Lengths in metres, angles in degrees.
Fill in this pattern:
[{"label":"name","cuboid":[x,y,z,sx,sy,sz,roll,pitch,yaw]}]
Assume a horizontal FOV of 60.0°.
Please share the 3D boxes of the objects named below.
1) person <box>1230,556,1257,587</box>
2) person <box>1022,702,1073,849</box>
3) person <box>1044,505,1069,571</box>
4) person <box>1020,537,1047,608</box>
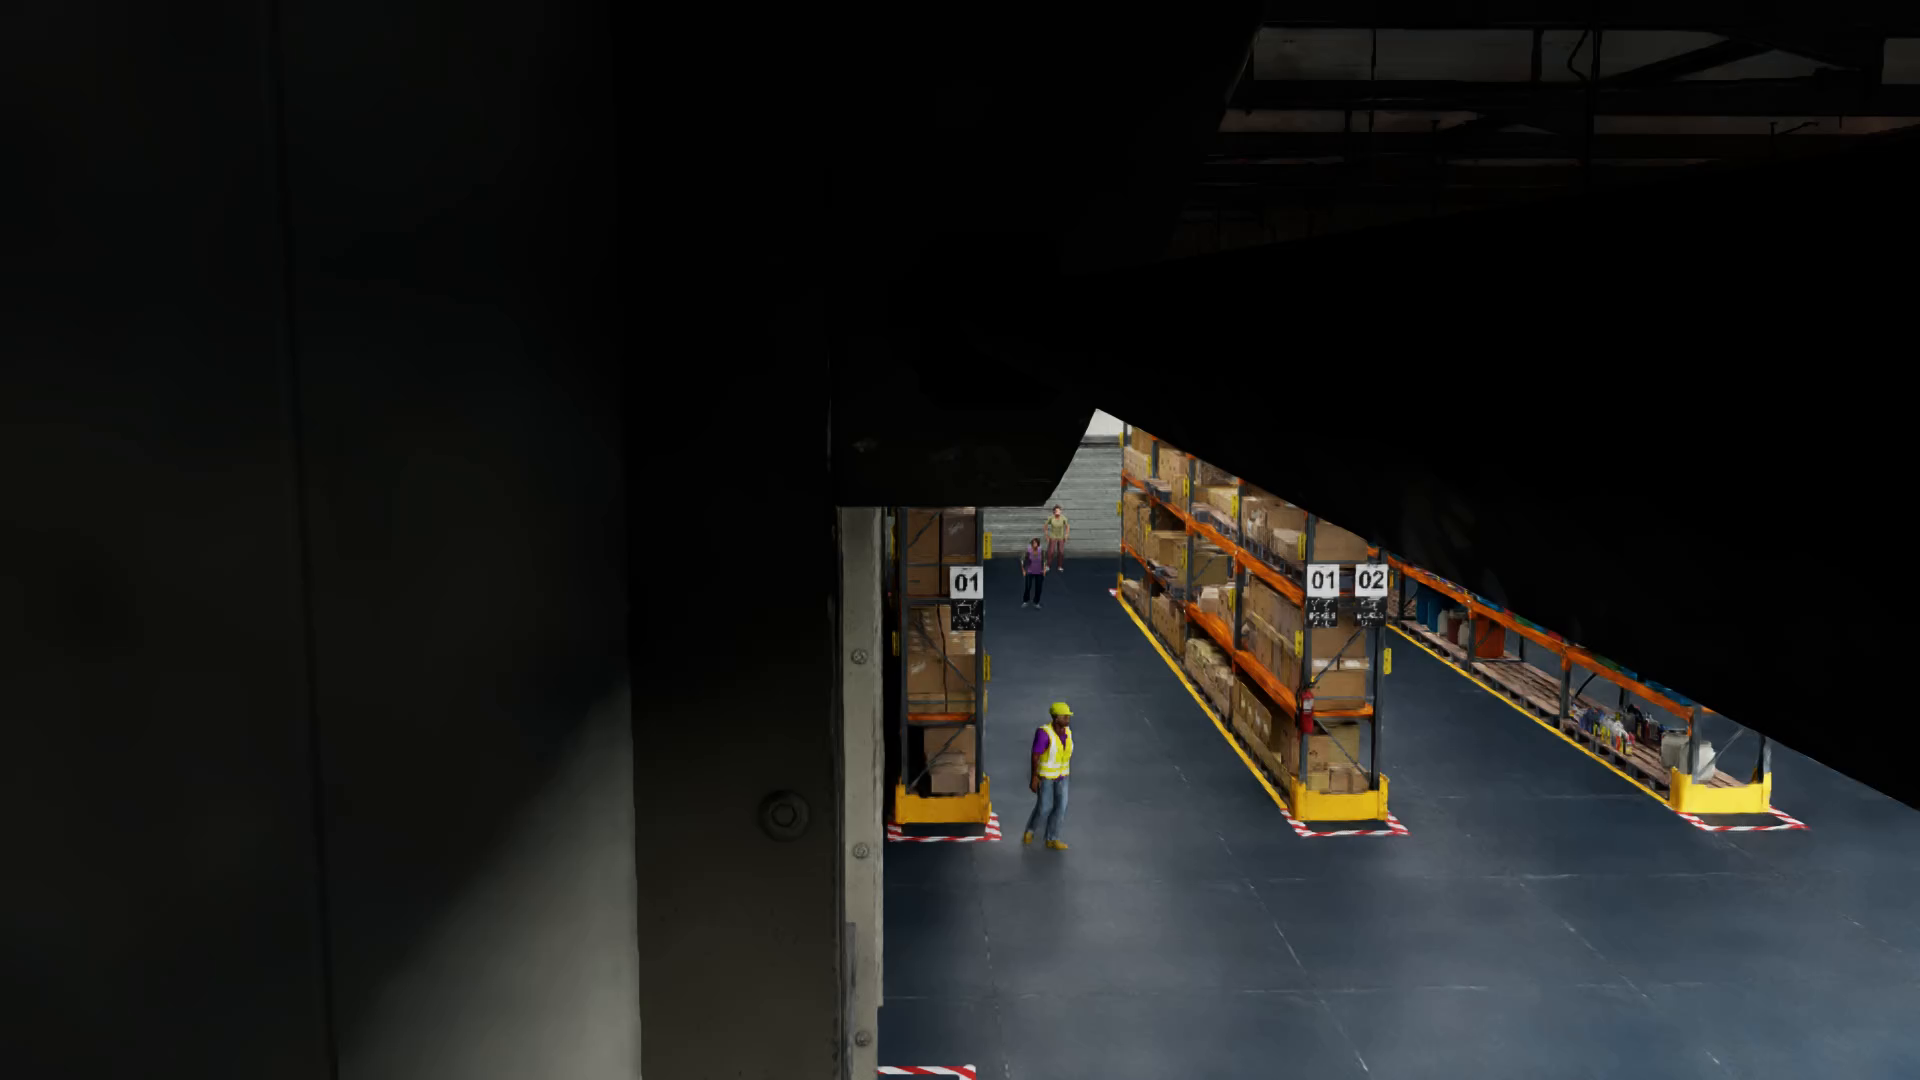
[{"label":"person","cuboid":[5.732,0.797,33.421,0.540,1.670,1.130,-1,8,-5]},{"label":"person","cuboid":[1.041,2.743,19.492,0.610,1.750,0.578,-6,10,-38]},{"label":"person","cuboid":[2.306,-0.049,39.777,0.598,1.619,0.506,-1,8,-4]},{"label":"person","cuboid":[1.540,0.679,34.895,0.566,1.541,0.519,-1,8,-6]}]
